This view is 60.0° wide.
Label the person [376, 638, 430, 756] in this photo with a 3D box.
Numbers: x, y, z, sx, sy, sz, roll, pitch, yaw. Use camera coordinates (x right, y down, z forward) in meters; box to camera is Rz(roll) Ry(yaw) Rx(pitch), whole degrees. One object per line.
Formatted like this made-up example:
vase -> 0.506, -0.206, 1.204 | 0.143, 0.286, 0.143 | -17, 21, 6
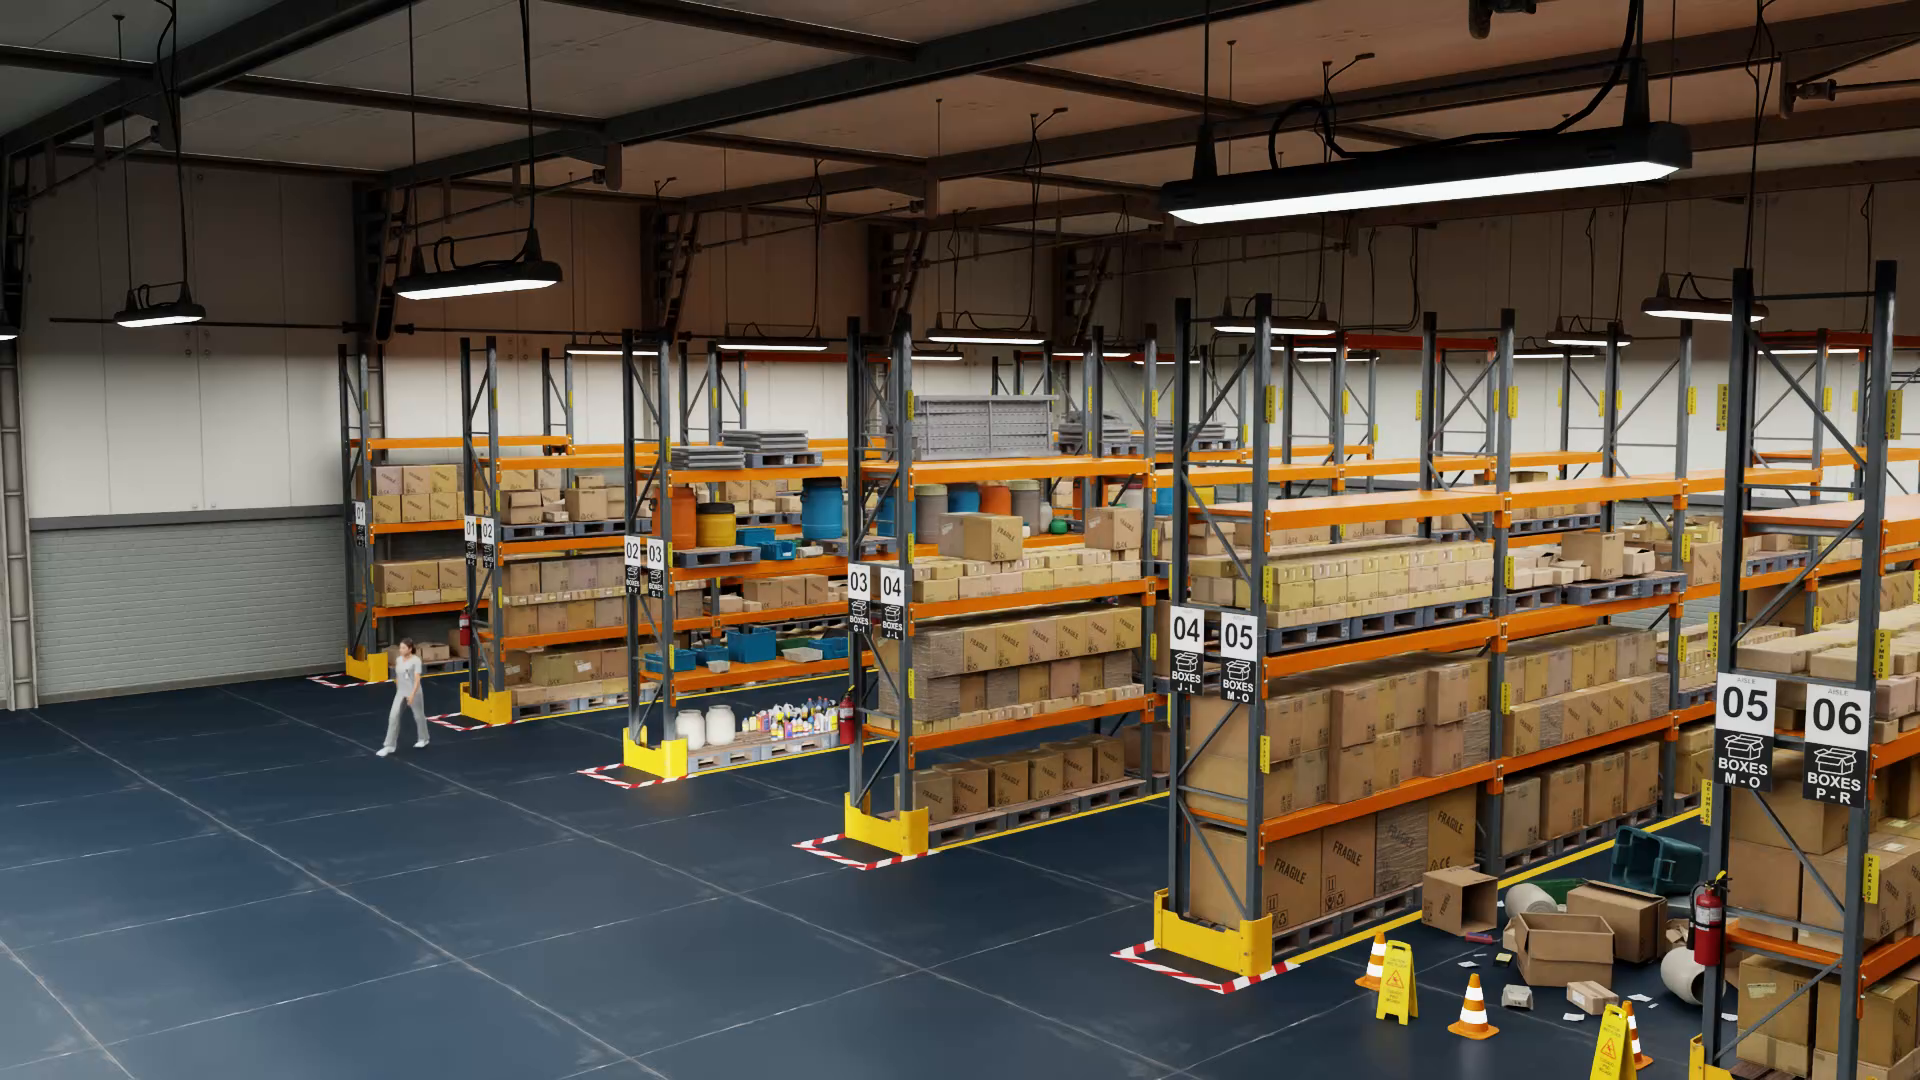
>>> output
person -> -7.908, 2.202, 23.730 | 0.486, 1.624, 0.928 | 1, 5, 10
